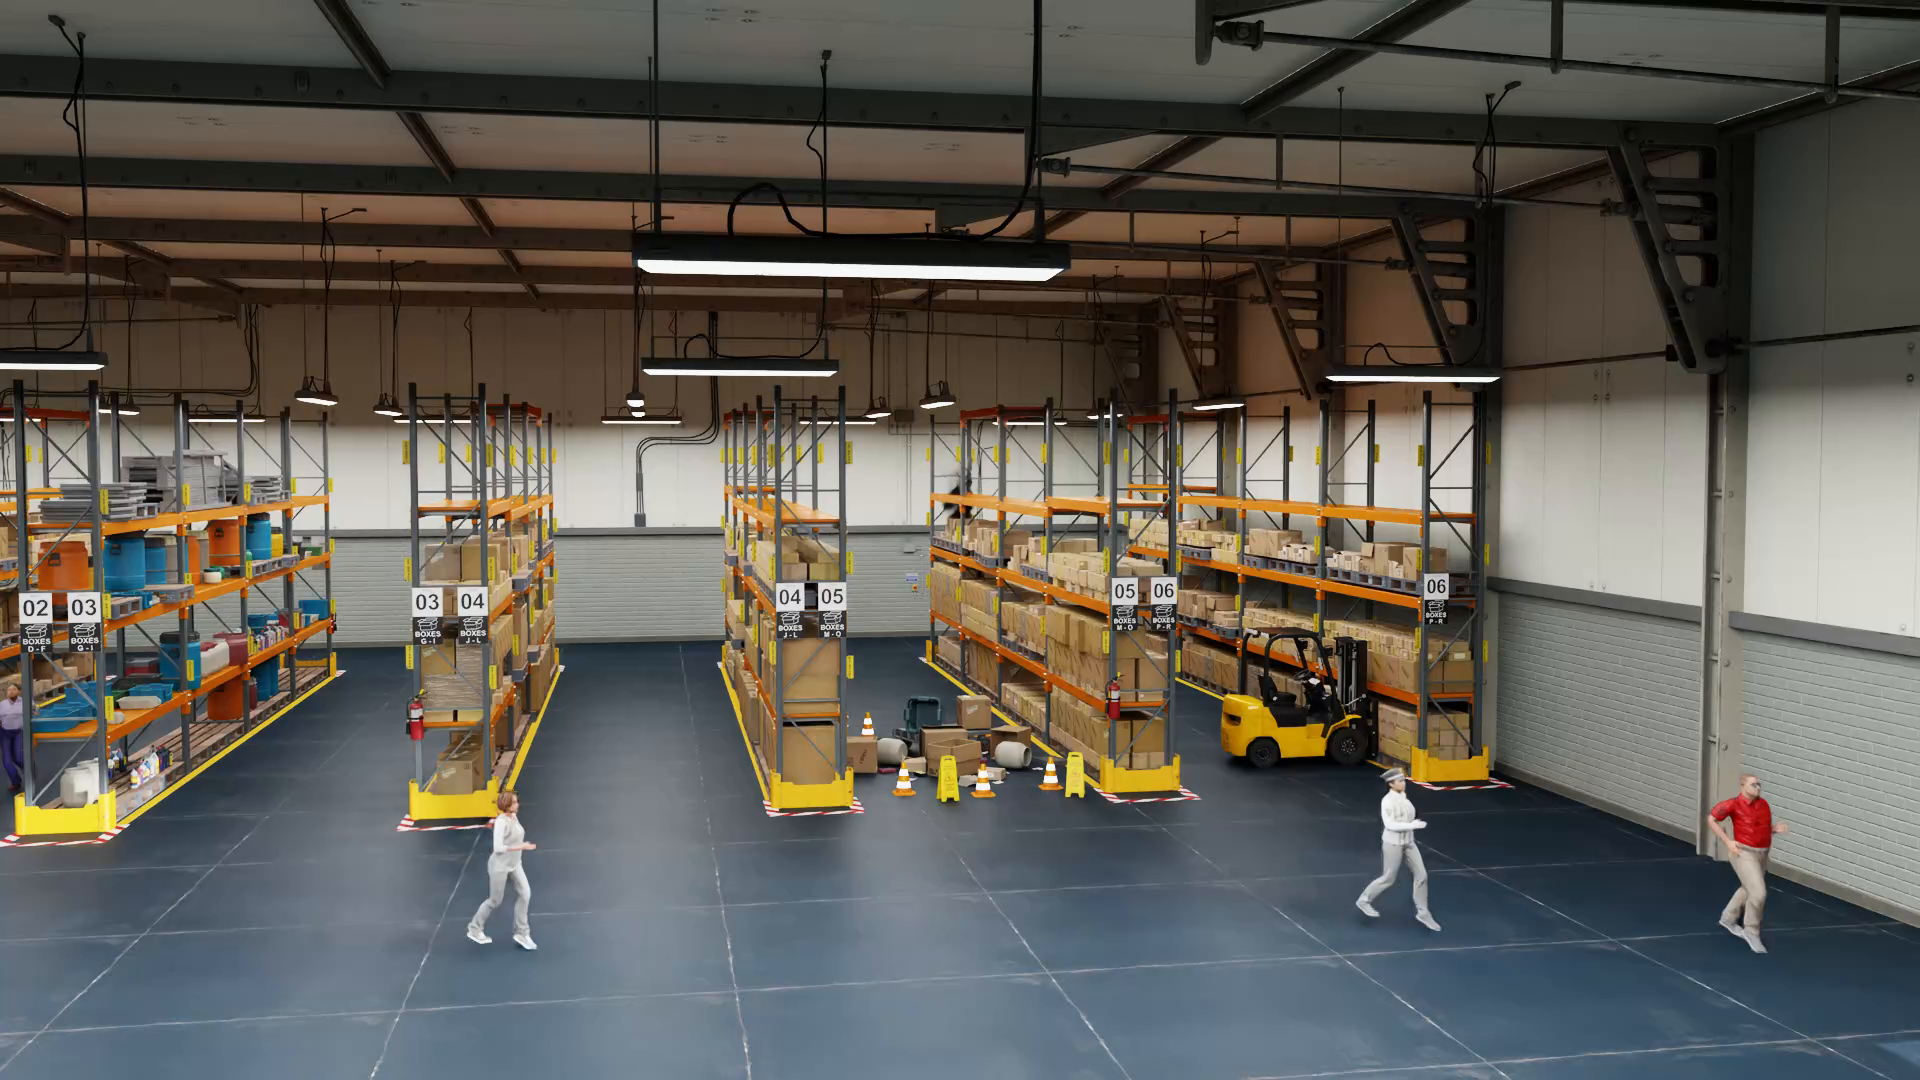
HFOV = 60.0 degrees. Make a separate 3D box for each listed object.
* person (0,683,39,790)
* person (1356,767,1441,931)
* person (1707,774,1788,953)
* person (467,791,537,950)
[{"bbox_3d":[-14.119,2.939,24.826,0.598,1.600,0.557,0,3,-8],"label":"person"},{"bbox_3d":[4.694,3.263,17.747,0.896,1.714,0.622,3,4,42],"label":"person"},{"bbox_3d":[8.071,3.288,16.982,0.639,1.798,0.731,-2,3,-29],"label":"person"},{"bbox_3d":[-4.620,3.354,16.840,0.777,1.644,0.490,1,3,13],"label":"person"}]
